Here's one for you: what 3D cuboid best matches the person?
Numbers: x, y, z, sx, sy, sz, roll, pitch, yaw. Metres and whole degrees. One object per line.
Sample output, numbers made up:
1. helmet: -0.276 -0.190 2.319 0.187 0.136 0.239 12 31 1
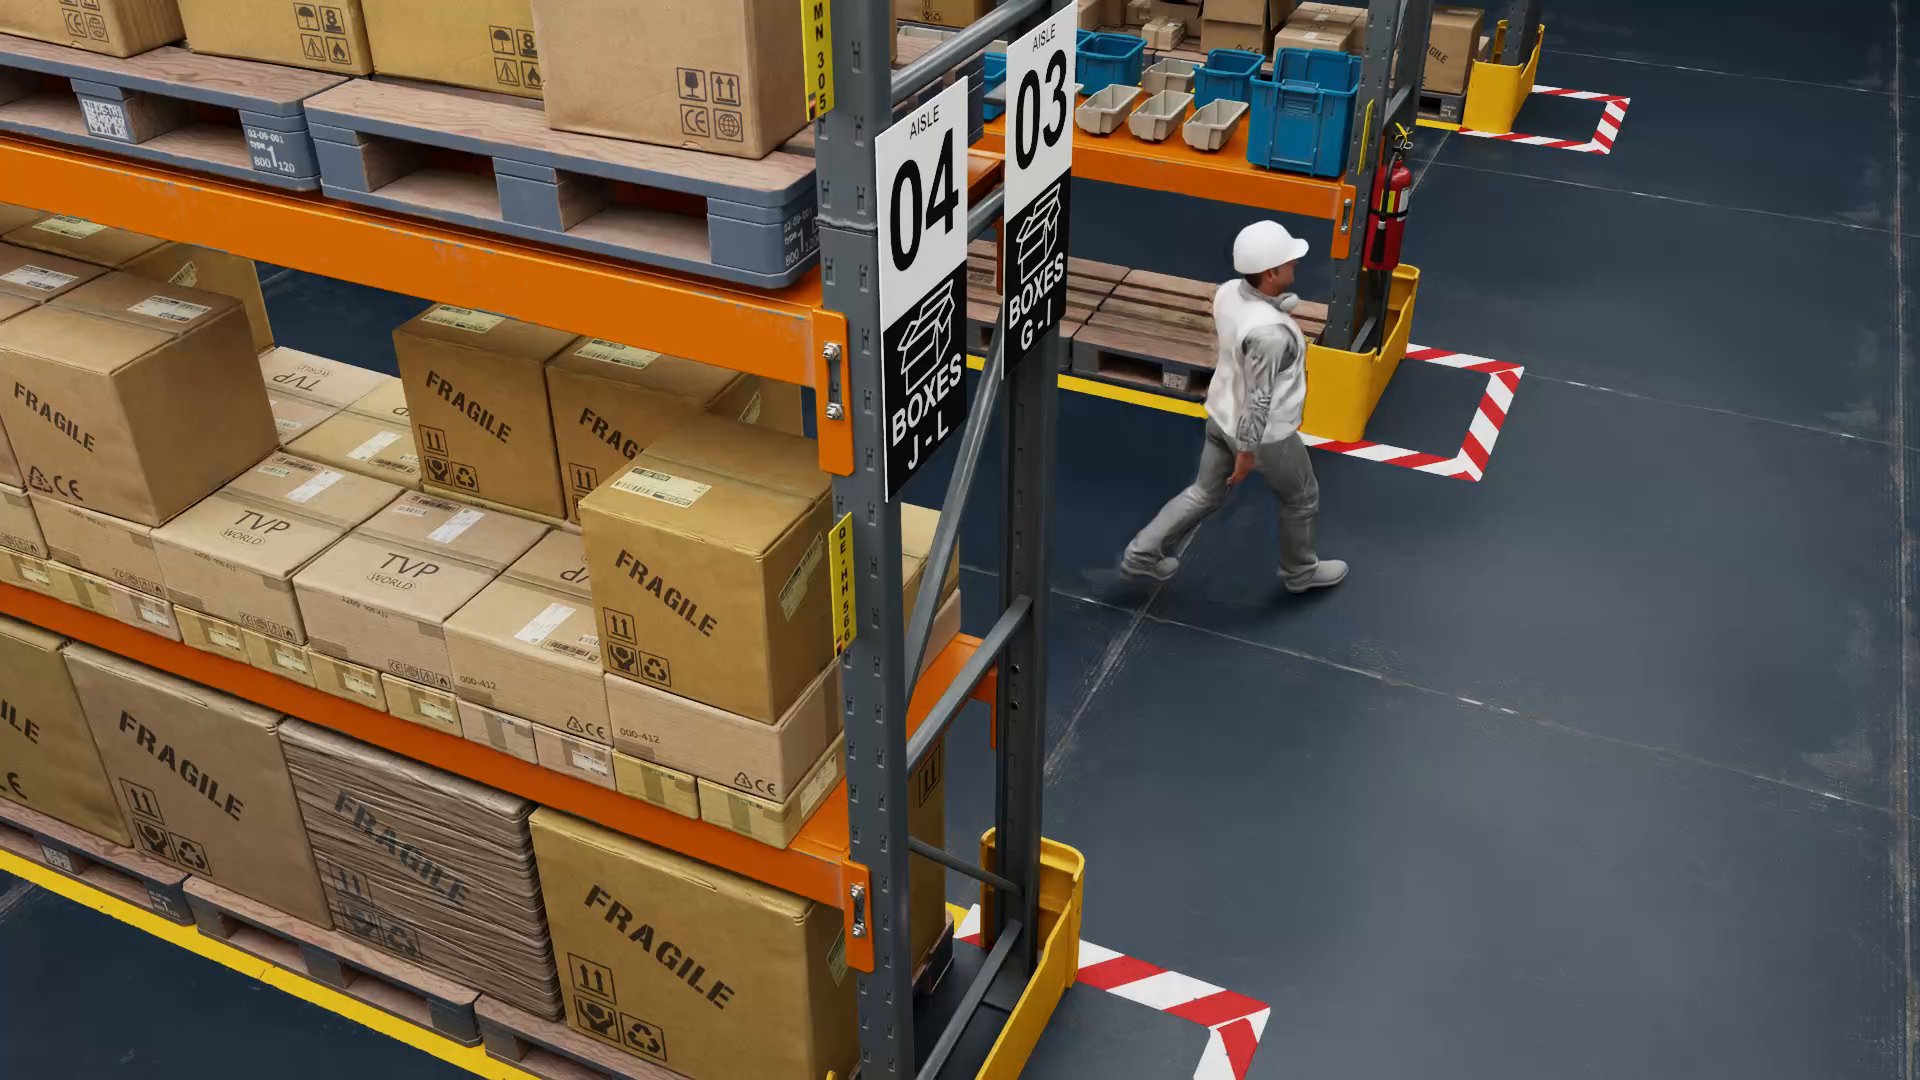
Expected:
1. person: 1.208 -0.513 6.894 1.020 1.730 0.537 -10 35 -15
